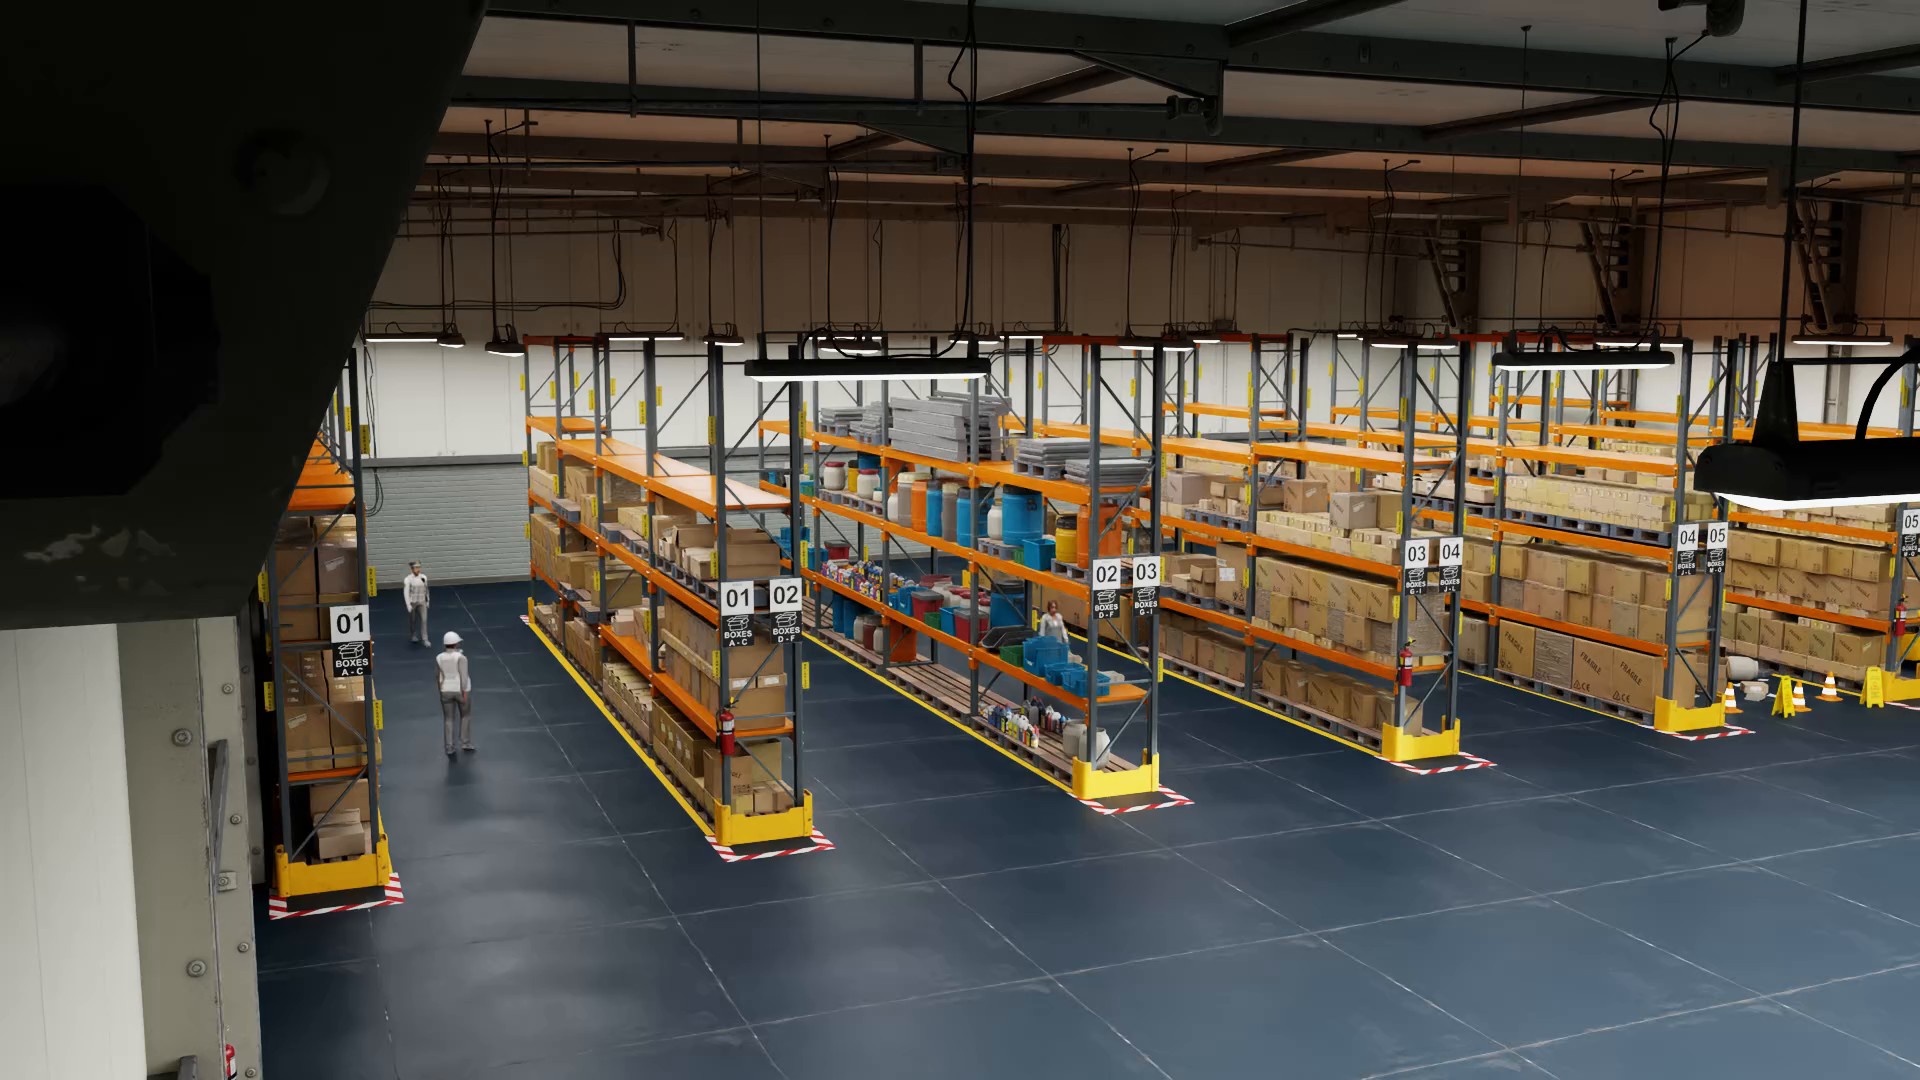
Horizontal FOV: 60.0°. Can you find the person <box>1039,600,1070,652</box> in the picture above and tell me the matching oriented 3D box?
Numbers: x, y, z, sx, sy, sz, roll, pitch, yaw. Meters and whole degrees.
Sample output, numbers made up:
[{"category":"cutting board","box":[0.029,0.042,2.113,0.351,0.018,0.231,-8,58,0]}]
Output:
[{"category":"person","box":[1.536,1.704,27.481,0.431,1.459,0.948,-4,9,-30]}]

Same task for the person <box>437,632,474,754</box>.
[{"category":"person","box":[-7.407,2.249,24.275,0.519,1.815,0.574,0,8,-2]}]

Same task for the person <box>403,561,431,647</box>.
[{"category":"person","box":[-10.538,1.210,32.284,0.505,1.629,0.965,-4,8,-25]}]

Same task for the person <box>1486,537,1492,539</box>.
[{"category":"person","box":[11.055,0.828,34.829,0.390,1.791,0.634,6,10,37]}]
